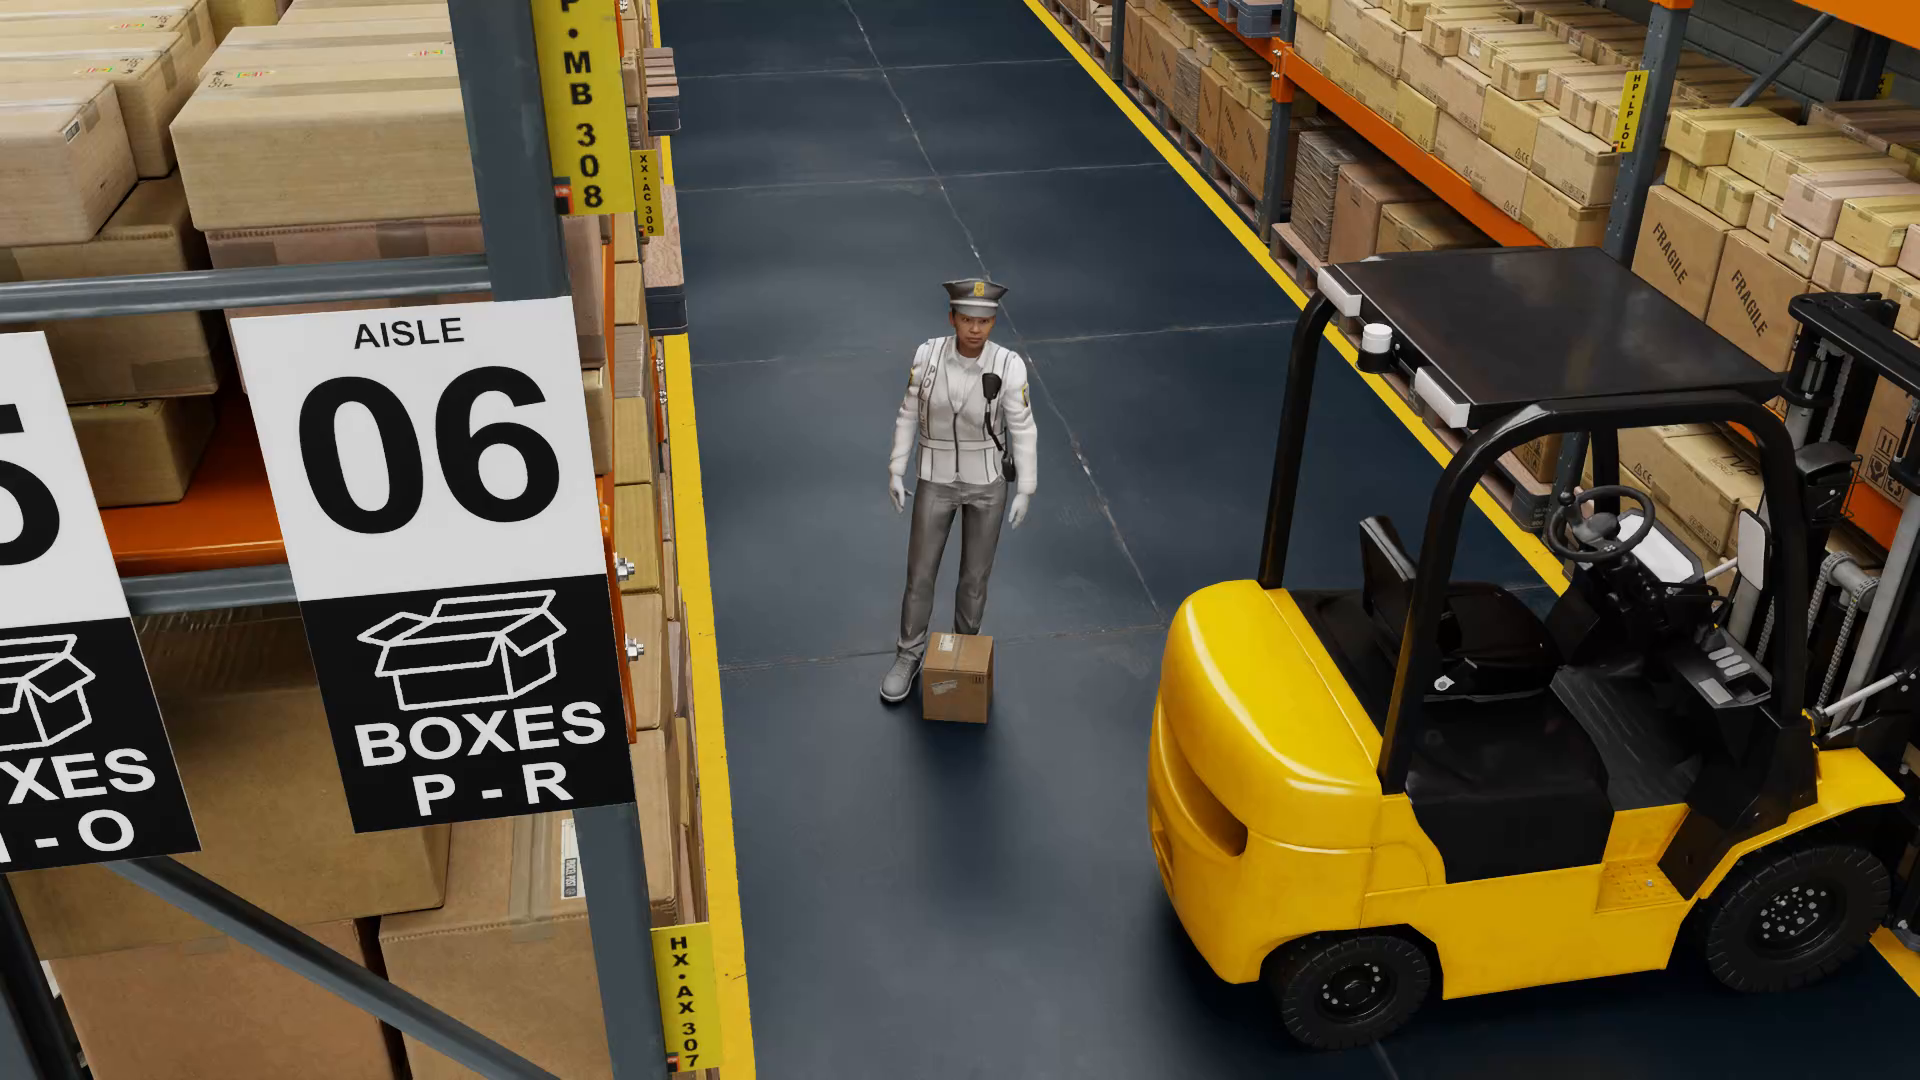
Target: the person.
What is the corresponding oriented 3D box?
[{"bbox_3d":[-0.003,-0.188,6.397,0.587,1.697,0.533,5,31,7],"label":"person"}]
